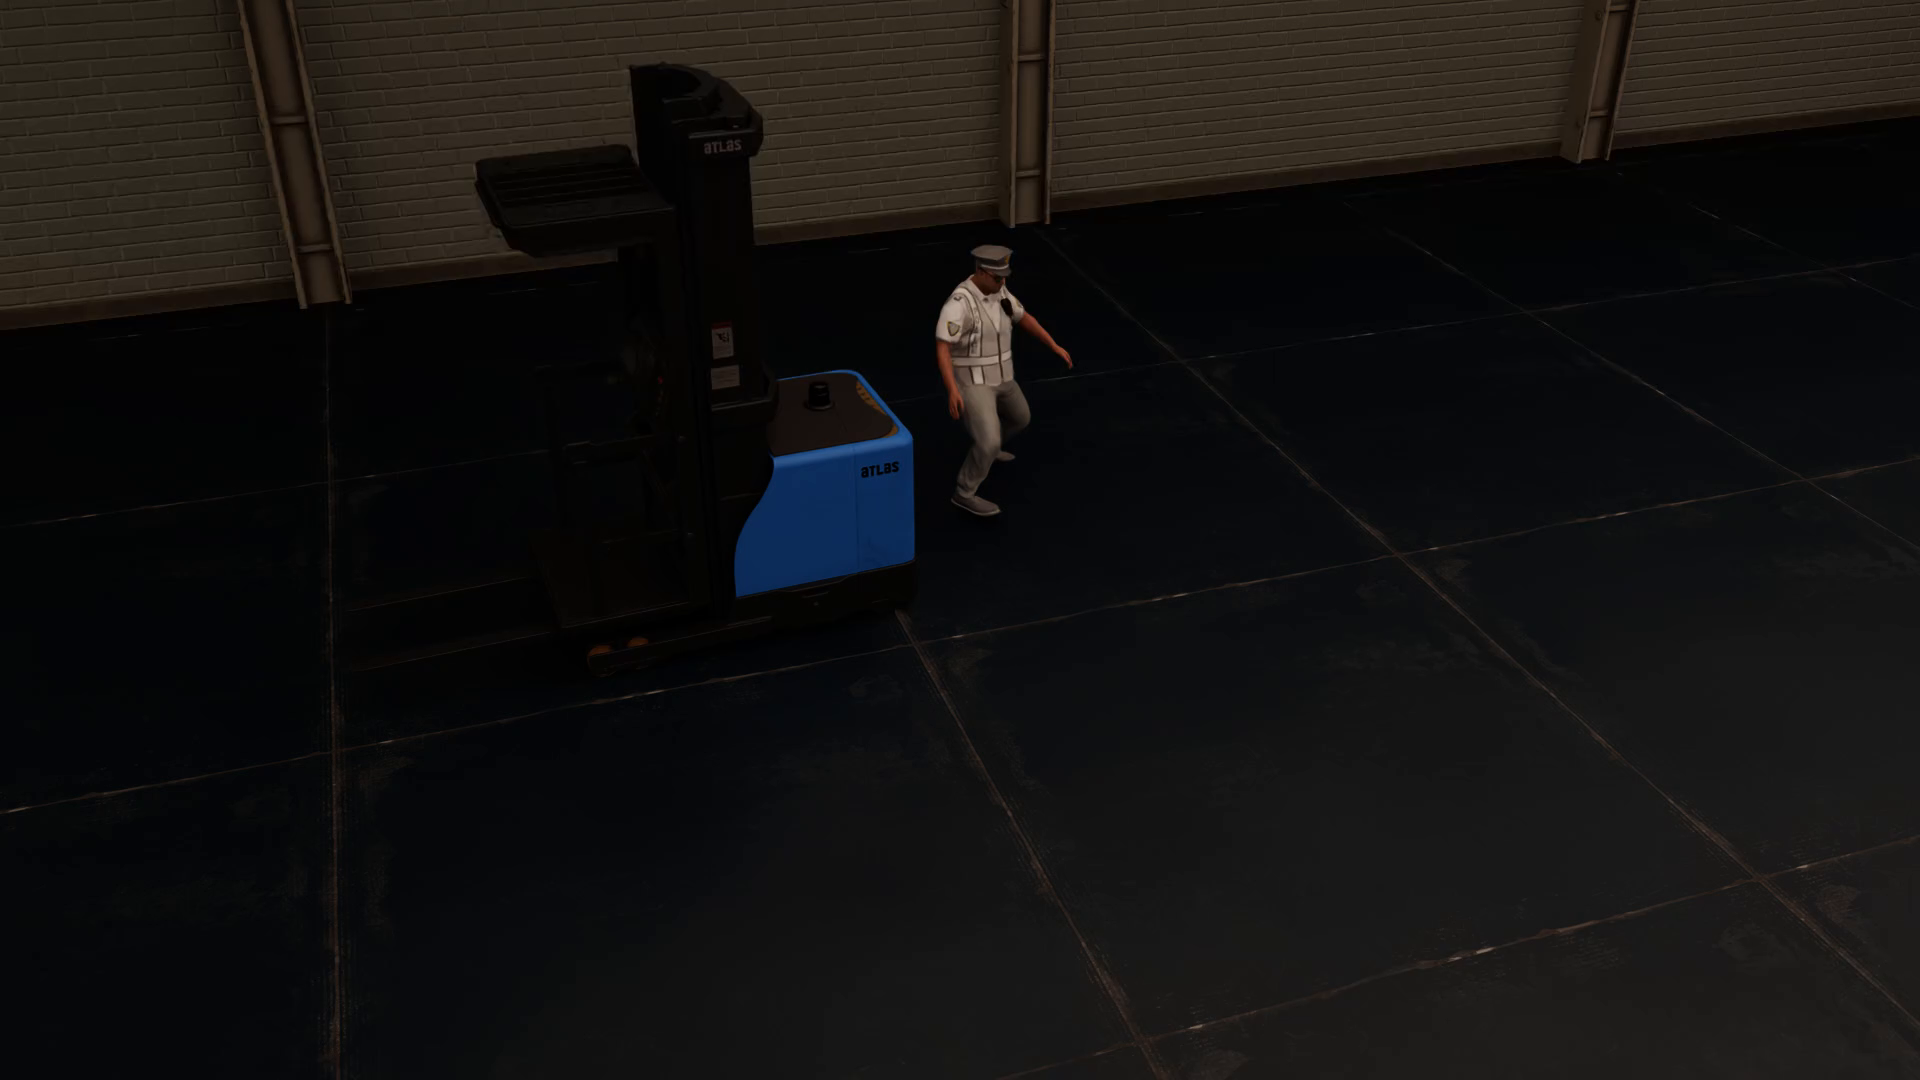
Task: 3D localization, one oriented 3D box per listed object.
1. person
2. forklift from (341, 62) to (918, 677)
[{"bbox_3d":[0.201,-1.024,10.239,0.722,1.627,0.972,24,38,35],"label":"person"},{"bbox_3d":[-1.805,-0.847,8.559,3.031,2.935,1.130,-11,32,-19],"label":"forklift"}]
